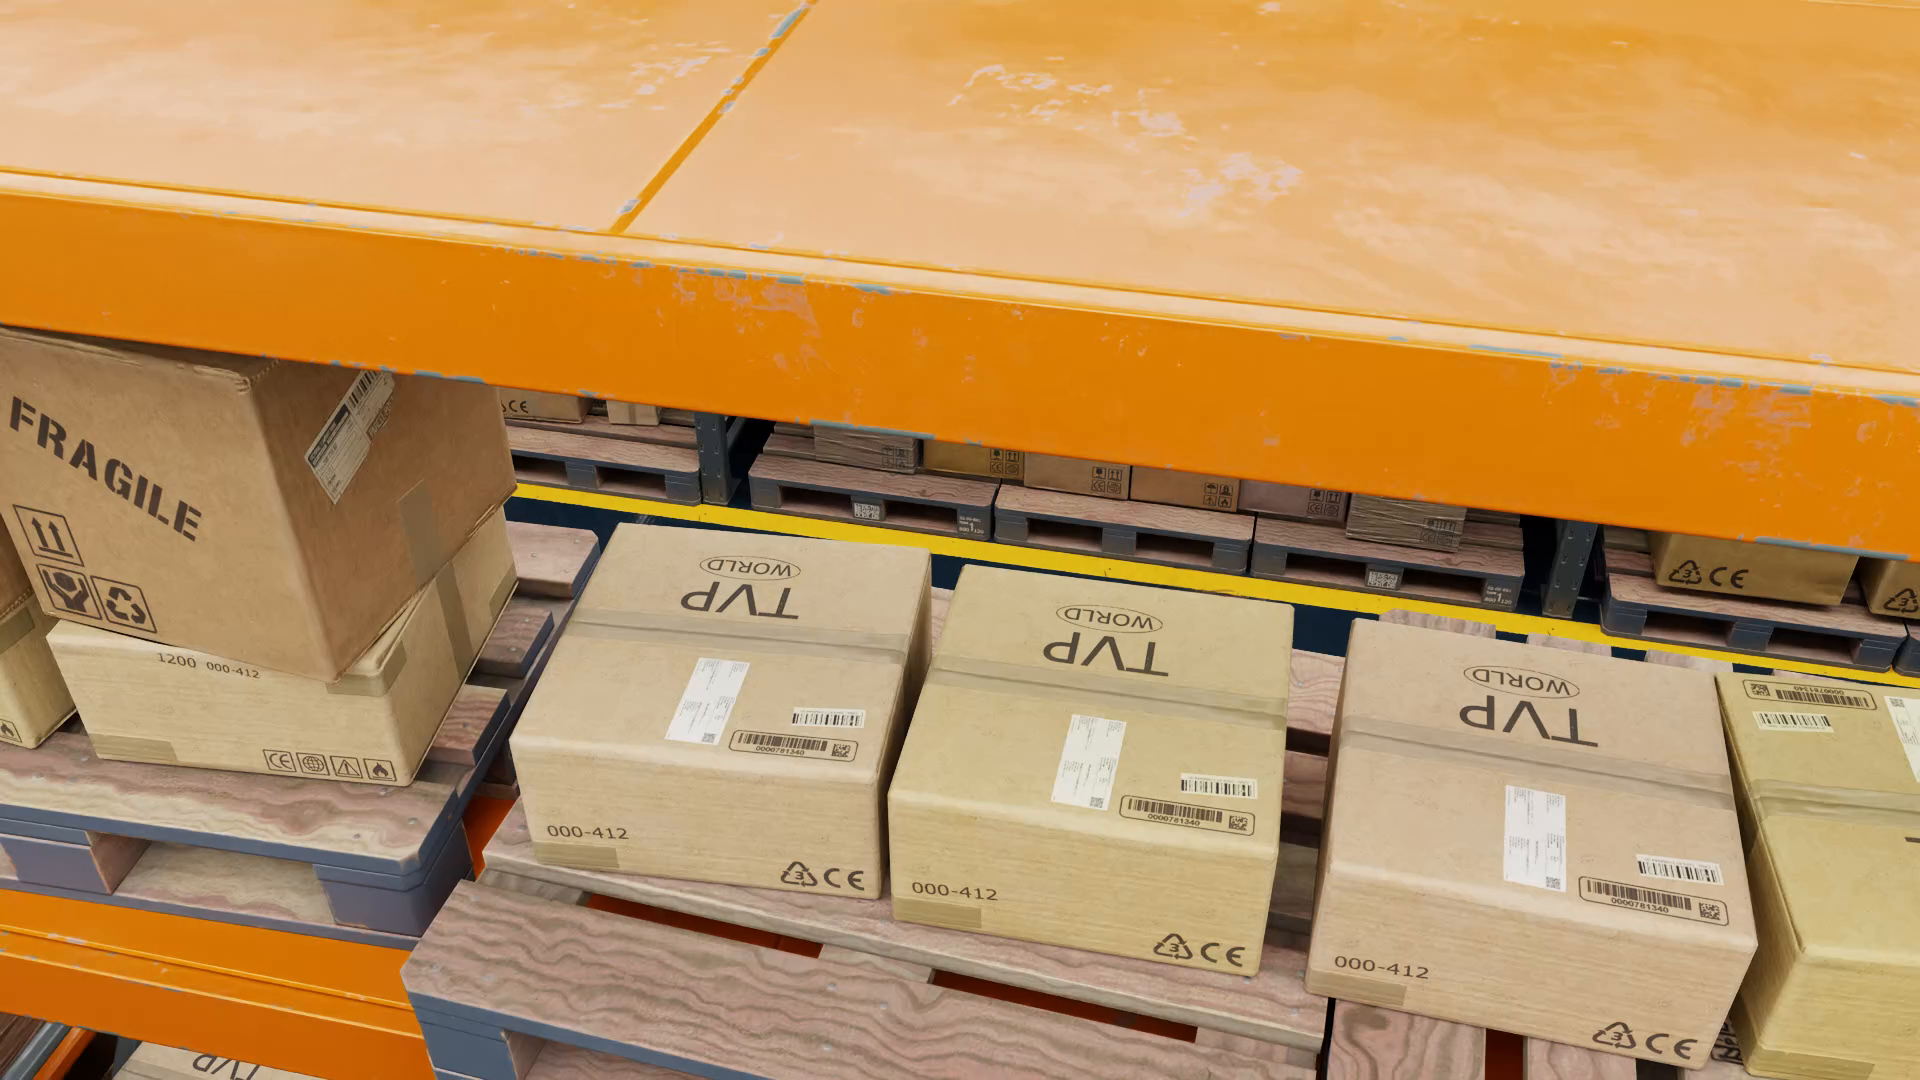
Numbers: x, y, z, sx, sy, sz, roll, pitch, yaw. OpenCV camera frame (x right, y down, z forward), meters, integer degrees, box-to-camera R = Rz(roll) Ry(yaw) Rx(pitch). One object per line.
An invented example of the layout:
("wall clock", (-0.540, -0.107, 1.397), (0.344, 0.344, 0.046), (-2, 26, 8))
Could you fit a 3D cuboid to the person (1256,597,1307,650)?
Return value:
("person", (0.797, 0.769, 5.759), (0.636, 1.461, 0.375), (7, 38, 9))
